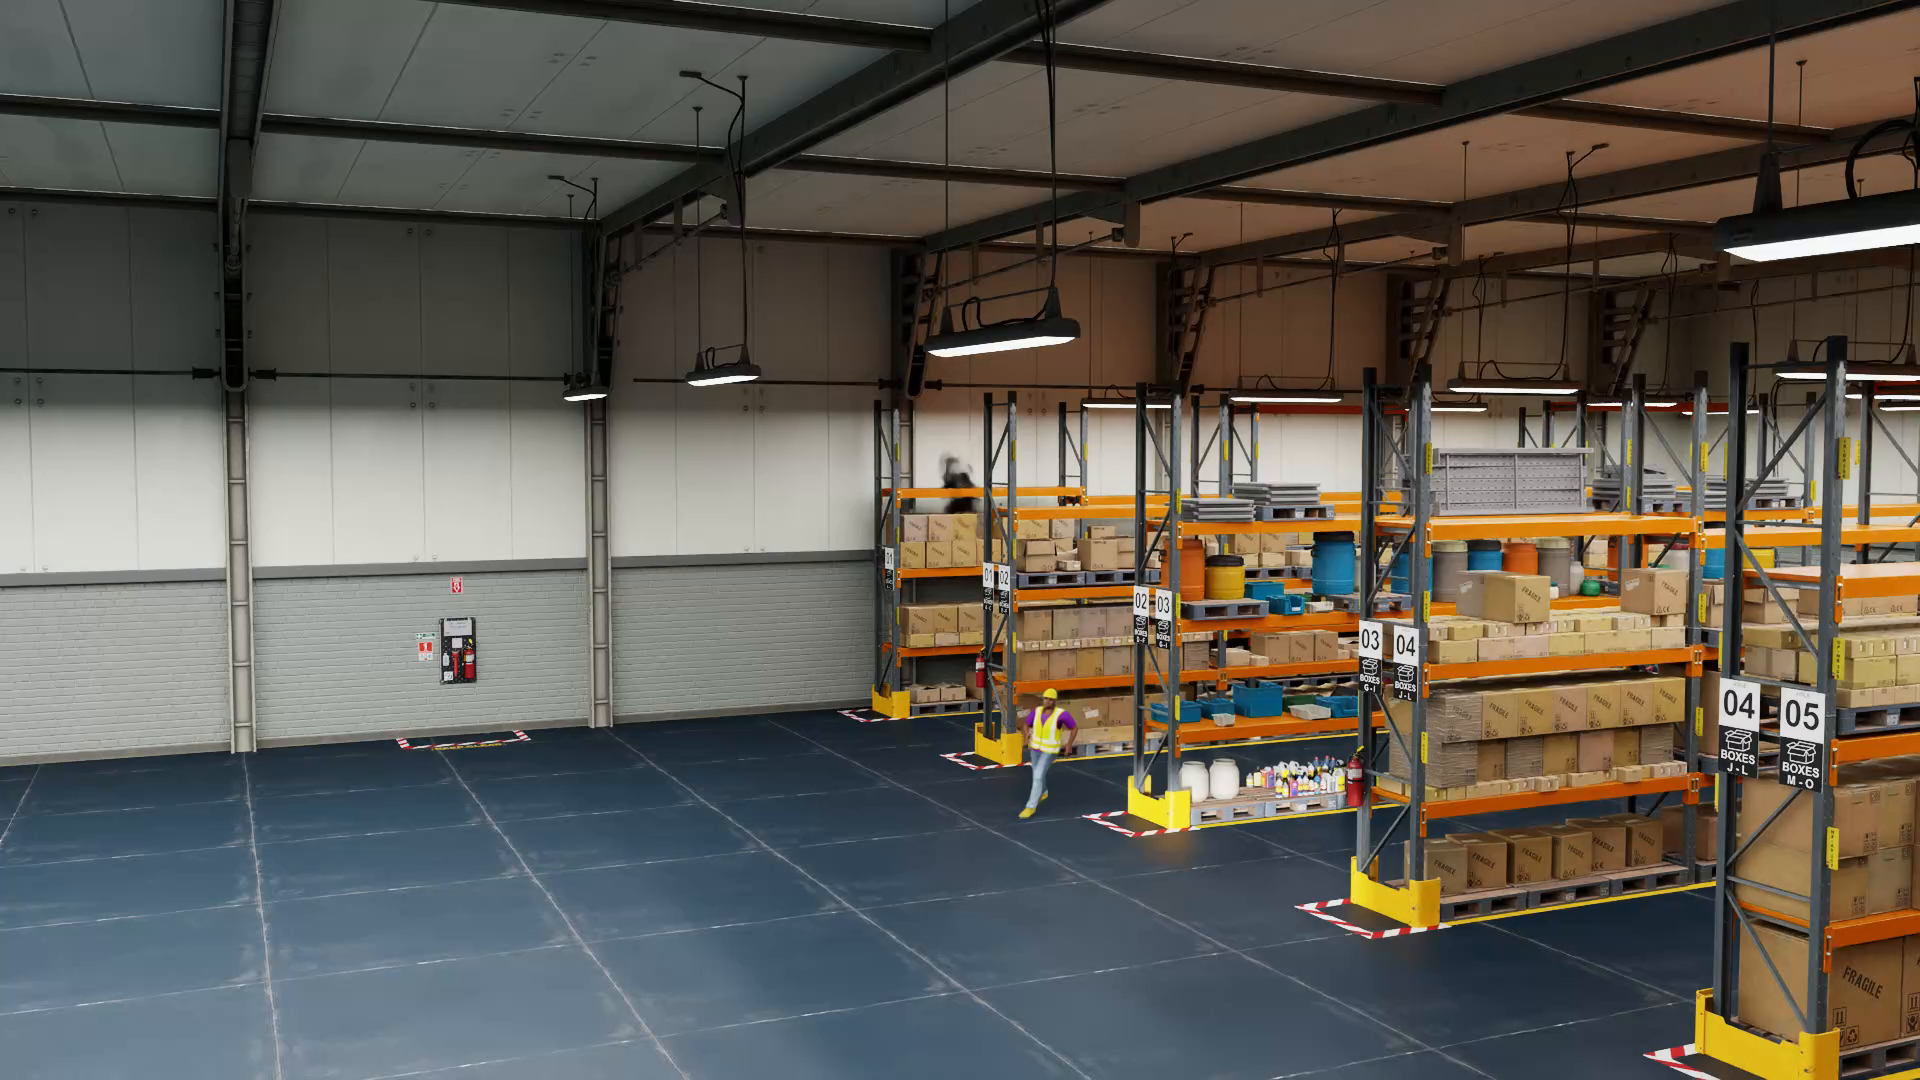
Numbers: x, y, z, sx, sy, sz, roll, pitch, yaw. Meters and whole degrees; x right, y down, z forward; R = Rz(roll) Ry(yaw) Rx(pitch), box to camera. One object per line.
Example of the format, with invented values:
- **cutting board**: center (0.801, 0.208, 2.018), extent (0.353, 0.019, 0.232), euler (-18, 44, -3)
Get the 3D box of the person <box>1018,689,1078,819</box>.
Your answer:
- **person**: center (1.179, 2.939, 23.112), extent (0.757, 1.768, 0.903), euler (2, 4, 34)
